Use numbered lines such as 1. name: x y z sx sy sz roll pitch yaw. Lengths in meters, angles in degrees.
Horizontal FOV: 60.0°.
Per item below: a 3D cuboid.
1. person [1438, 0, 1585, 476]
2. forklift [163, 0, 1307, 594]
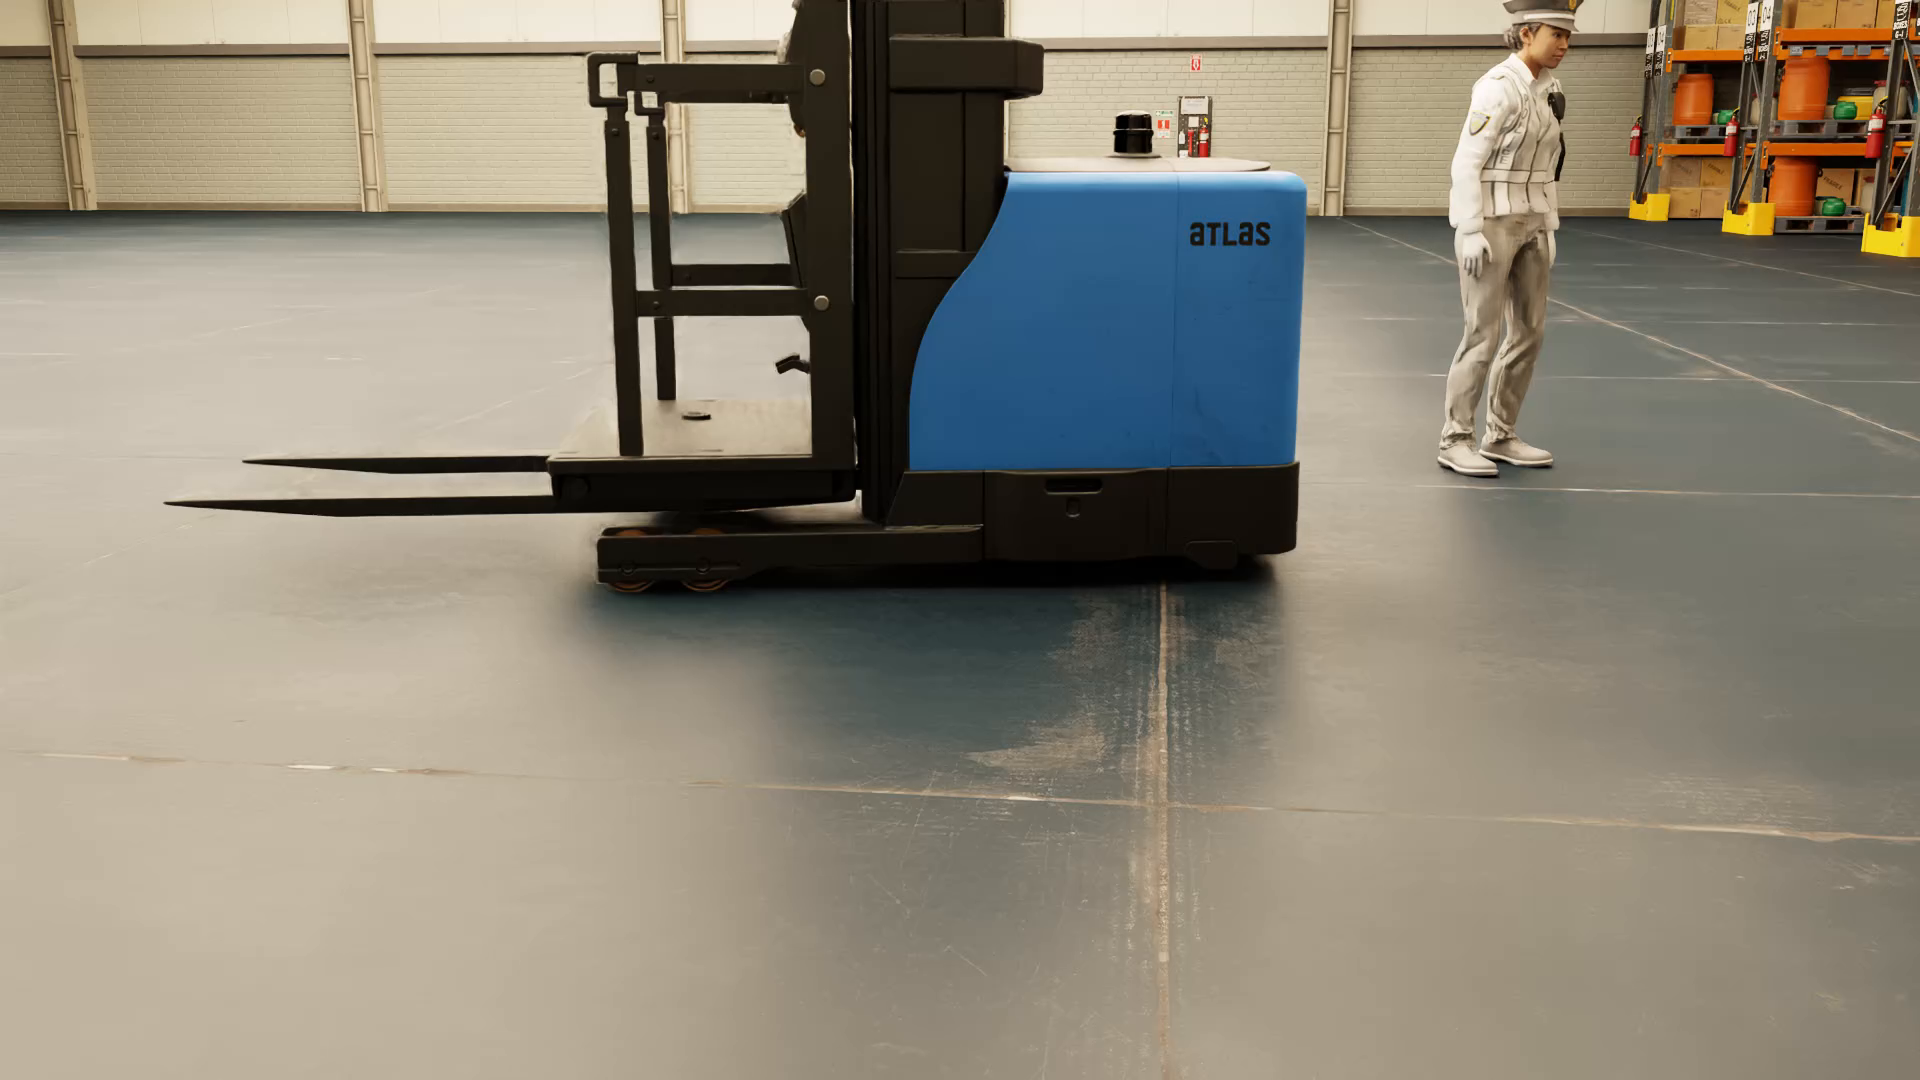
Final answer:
1. person: 1.965 -1.087 5.954 0.534 1.659 0.375 -9 16 -35
2. forklift: -0.624 -1.412 4.548 3.031 2.935 1.130 -1 13 -4
